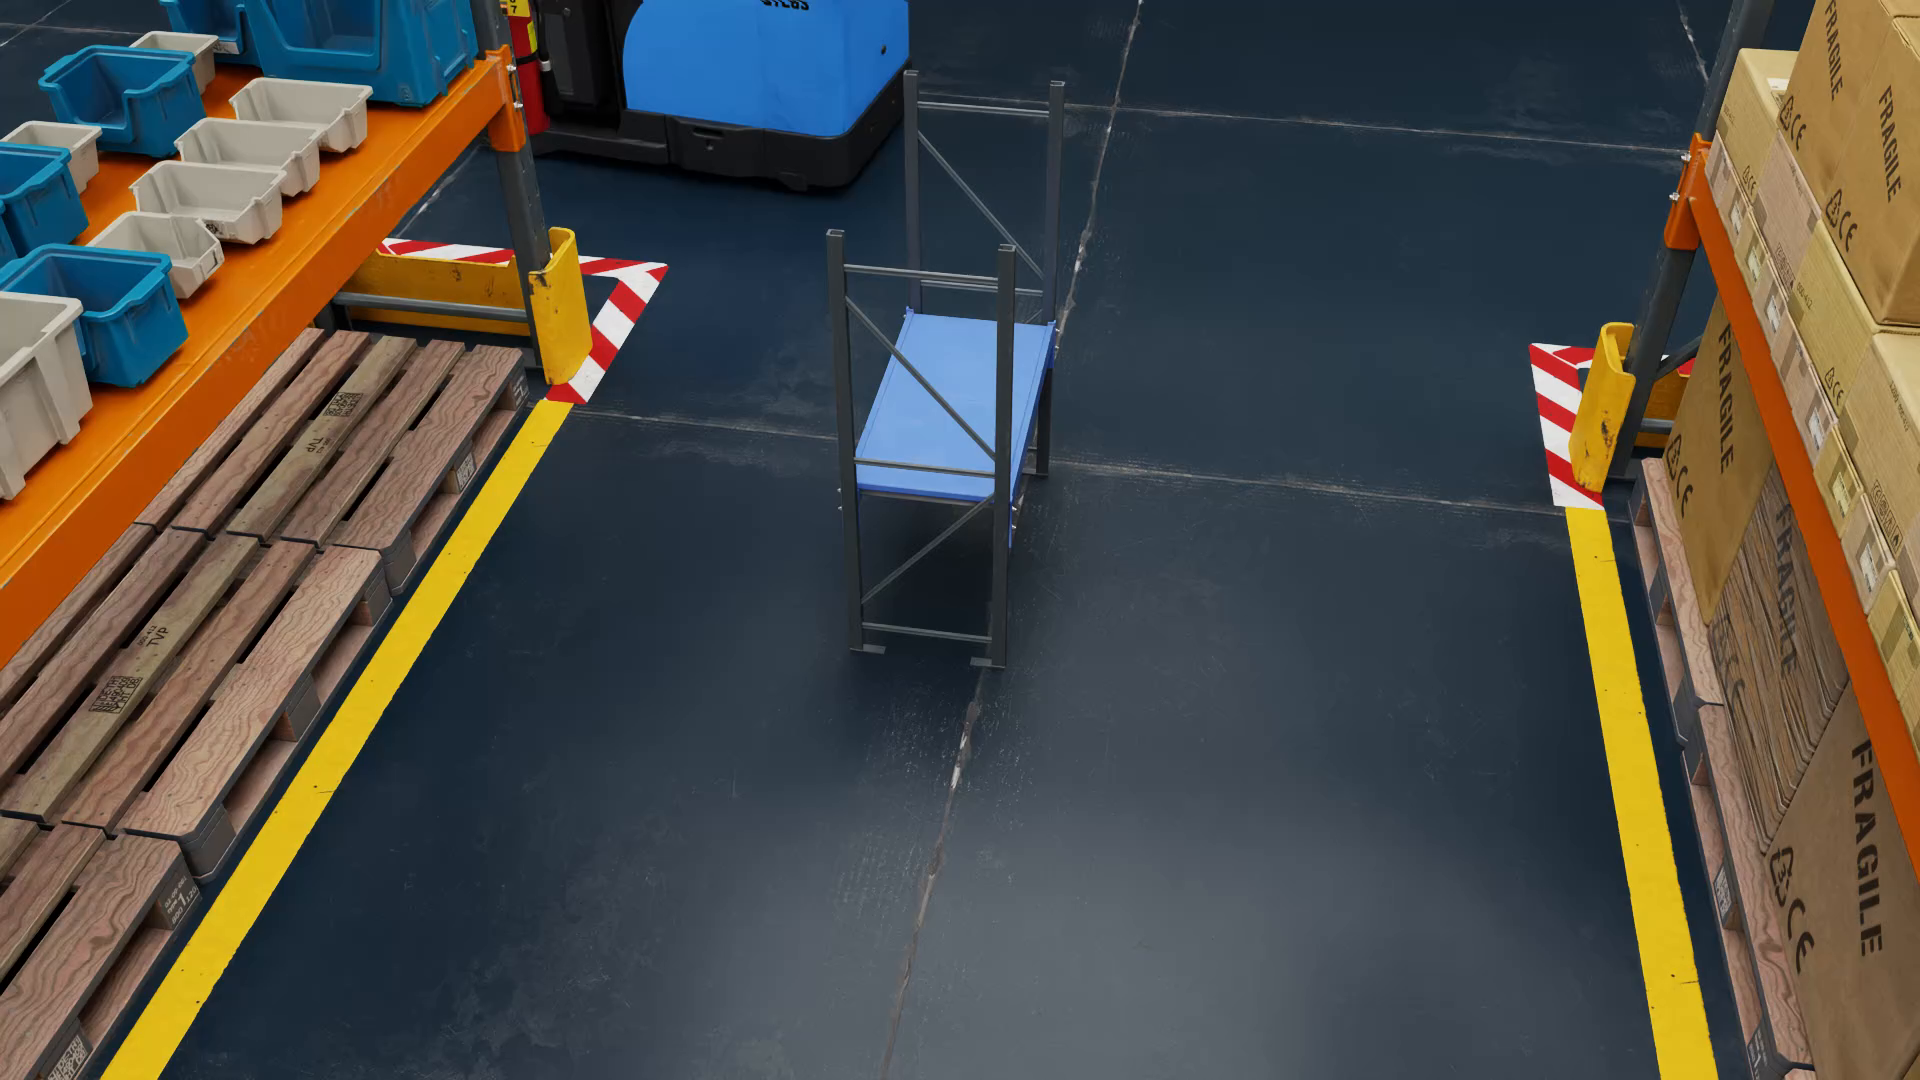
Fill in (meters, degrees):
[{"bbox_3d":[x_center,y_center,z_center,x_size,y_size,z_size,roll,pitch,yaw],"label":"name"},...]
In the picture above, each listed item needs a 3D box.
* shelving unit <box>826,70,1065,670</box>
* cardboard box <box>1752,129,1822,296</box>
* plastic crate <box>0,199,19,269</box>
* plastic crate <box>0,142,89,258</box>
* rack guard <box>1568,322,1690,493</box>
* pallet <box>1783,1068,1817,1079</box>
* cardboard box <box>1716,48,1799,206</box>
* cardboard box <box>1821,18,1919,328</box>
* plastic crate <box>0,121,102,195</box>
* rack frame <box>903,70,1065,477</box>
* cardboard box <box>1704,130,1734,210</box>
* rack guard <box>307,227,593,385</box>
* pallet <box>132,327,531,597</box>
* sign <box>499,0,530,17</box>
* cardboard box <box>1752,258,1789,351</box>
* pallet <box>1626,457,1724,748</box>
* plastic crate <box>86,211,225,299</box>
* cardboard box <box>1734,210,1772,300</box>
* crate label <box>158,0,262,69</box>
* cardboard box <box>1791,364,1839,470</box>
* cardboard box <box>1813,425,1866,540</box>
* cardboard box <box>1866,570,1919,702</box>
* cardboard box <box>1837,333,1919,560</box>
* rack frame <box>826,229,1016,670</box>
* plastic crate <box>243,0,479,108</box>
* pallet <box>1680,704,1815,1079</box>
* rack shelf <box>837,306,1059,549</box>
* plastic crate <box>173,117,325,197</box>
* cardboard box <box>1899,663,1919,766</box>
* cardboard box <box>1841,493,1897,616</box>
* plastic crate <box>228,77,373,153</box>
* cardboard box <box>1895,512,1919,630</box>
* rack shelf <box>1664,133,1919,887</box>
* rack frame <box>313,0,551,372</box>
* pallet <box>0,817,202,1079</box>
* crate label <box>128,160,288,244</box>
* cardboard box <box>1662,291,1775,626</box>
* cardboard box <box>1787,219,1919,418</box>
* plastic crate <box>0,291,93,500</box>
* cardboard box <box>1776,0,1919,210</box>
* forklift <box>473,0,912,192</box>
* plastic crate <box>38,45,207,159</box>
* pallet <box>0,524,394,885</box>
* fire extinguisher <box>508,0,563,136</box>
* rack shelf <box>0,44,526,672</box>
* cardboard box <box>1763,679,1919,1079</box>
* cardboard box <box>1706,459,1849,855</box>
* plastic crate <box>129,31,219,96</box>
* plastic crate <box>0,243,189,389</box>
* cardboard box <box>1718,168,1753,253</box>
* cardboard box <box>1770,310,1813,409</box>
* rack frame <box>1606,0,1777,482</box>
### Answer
[{"bbox_3d":[-0.015,-0.524,5.207,0.538,1.500,1.048,6,40,8],"label":"shelving unit"},{"bbox_3d":[2.381,-0.821,4.273,0.500,0.250,0.500,6,40,7],"label":"cardboard box"},{"bbox_3d":[-2.711,-0.734,4.368,0.416,0.233,0.300,6,40,8],"label":"plastic crate"},{"bbox_3d":[-2.659,-0.922,4.596,0.416,0.233,0.300,6,40,8],"label":"plastic crate"},{"bbox_3d":[2.818,-0.414,5.859,1.175,0.500,0.348,6,40,8],"label":"rack guard"},{"bbox_3d":[2.330,1.754,3.463,1.003,0.211,1.213,6,40,8],"label":"pallet"},{"bbox_3d":[2.465,-1.148,4.668,0.500,0.250,0.500,5,40,6],"label":"cardboard box"},{"bbox_3d":[2.294,-0.797,3.656,0.500,0.500,0.500,5,40,6],"label":"cardboard box"},{"bbox_3d":[-2.686,-1.093,4.878,0.250,0.136,0.298,6,40,8],"label":"plastic crate"},{"bbox_3d":[0.073,-0.844,5.593,0.500,1.500,0.032,6,40,8],"label":"rack frame"},{"bbox_3d":[2.427,-1.079,4.898,0.380,0.149,0.250,7,40,8],"label":"cardboard box"},{"bbox_3d":[-2.073,-0.962,6.521,1.175,0.500,0.348,6,40,8],"label":"rack guard"},{"bbox_3d":[-2.246,-0.321,5.972,1.003,0.211,1.213,6,40,8],"label":"pallet"},{"bbox_3d":[-1.520,-1.921,5.591,0.100,0.325,0.005,6,40,8],"label":"sign"},{"bbox_3d":[2.296,-0.593,4.311,0.380,0.149,0.250,6,40,7],"label":"cardboard box"},{"bbox_3d":[2.752,0.223,5.315,1.003,0.211,1.213,6,40,8],"label":"pallet"},{"bbox_3d":[-2.149,-0.753,4.466,0.298,0.136,0.250,6,40,8],"label":"plastic crate"},{"bbox_3d":[2.340,-0.757,4.509,0.380,0.149,0.250,6,40,7],"label":"cardboard box"},{"bbox_3d":[-2.432,-1.748,5.595,0.416,0.233,0.303,6,40,8],"label":"crate label"},{"bbox_3d":[2.207,-0.272,3.922,0.380,0.149,0.250,6,40,7],"label":"cardboard box"},{"bbox_3d":[2.162,-0.114,3.731,0.380,0.149,0.250,5,40,7],"label":"cardboard box"},{"bbox_3d":[2.074,0.211,3.338,0.380,0.149,0.250,6,40,7],"label":"cardboard box"},{"bbox_3d":[2.206,-0.178,3.495,0.500,0.250,0.500,6,40,7],"label":"cardboard box"},{"bbox_3d":[-0.103,-0.205,4.821,0.500,1.500,0.032,6,40,8],"label":"rack frame"},{"bbox_3d":[-1.939,-1.715,5.395,0.616,0.435,0.499,6,40,8],"label":"plastic crate"},{"bbox_3d":[2.539,0.986,4.392,1.003,0.211,1.213,6,40,8],"label":"pallet"},{"bbox_3d":[-0.015,-0.386,5.322,0.538,0.185,1.000,6,40,8],"label":"rack shelf"},{"bbox_3d":[-2.092,-1.118,4.908,0.396,0.136,0.243,6,40,8],"label":"plastic crate"},{"bbox_3d":[2.029,0.371,3.144,0.380,0.149,0.250,7,40,9],"label":"cardboard box"},{"bbox_3d":[2.119,0.051,3.531,0.380,0.149,0.250,7,40,8],"label":"cardboard box"},{"bbox_3d":[-2.027,-1.298,5.126,0.396,0.136,0.243,6,40,8],"label":"plastic crate"},{"bbox_3d":[2.115,0.140,3.111,0.500,0.250,0.500,7,40,9],"label":"cardboard box"},{"bbox_3d":[2.468,0.170,3.755,1.077,0.370,4.000,6,40,8],"label":"rack shelf"},{"bbox_3d":[-2.065,-1.909,5.704,1.000,3.000,0.127,6,40,8],"label":"rack frame"},{"bbox_3d":[-2.668,1.211,4.120,1.003,0.211,1.213,6,40,8],"label":"pallet"},{"bbox_3d":[-2.116,-0.941,4.693,0.396,0.136,0.243,6,40,8],"label":"crate label"},{"bbox_3d":[2.782,-0.295,5.091,0.875,0.875,0.875,6,40,8],"label":"cardboard box"},{"bbox_3d":[2.291,-0.506,3.892,0.500,0.250,0.500,5,40,6],"label":"cardboard box"},{"bbox_3d":[-2.311,-0.314,3.821,0.437,0.282,0.530,6,40,8],"label":"plastic crate"},{"bbox_3d":[2.378,-1.123,4.050,0.500,0.500,0.500,5,40,7],"label":"cardboard box"},{"bbox_3d":[-1.810,-3.276,7.412,3.031,2.935,1.130,11,41,13],"label":"forklift"},{"bbox_3d":[-2.546,-1.335,5.095,0.416,0.233,0.300,6,40,8],"label":"plastic crate"},{"bbox_3d":[-2.459,0.443,5.049,1.003,0.211,1.213,6,40,8],"label":"pallet"},{"bbox_3d":[-1.591,-1.780,5.902,0.296,0.674,0.183,6,40,8],"label":"fire extinguisher"},{"bbox_3d":[-2.411,-0.376,4.415,1.077,0.370,4.000,6,40,8],"label":"rack shelf"},{"bbox_3d":[2.470,0.835,3.724,0.875,0.875,0.875,6,40,8],"label":"cardboard box"},{"bbox_3d":[2.624,0.276,4.400,0.875,0.875,0.875,6,40,8],"label":"cardboard box"},{"bbox_3d":[-2.569,-1.519,5.393,0.250,0.136,0.298,6,40,8],"label":"plastic crate"},{"bbox_3d":[-2.167,-0.550,4.145,0.416,0.233,0.300,6,40,8],"label":"plastic crate"},{"bbox_3d":[2.384,-0.918,4.703,0.380,0.149,0.250,6,40,7],"label":"cardboard box"},{"bbox_3d":[2.251,-0.434,4.118,0.380,0.149,0.250,6,40,7],"label":"cardboard box"},{"bbox_3d":[2.814,-1.362,5.044,1.000,3.000,0.127,6,40,8],"label":"rack frame"}]
